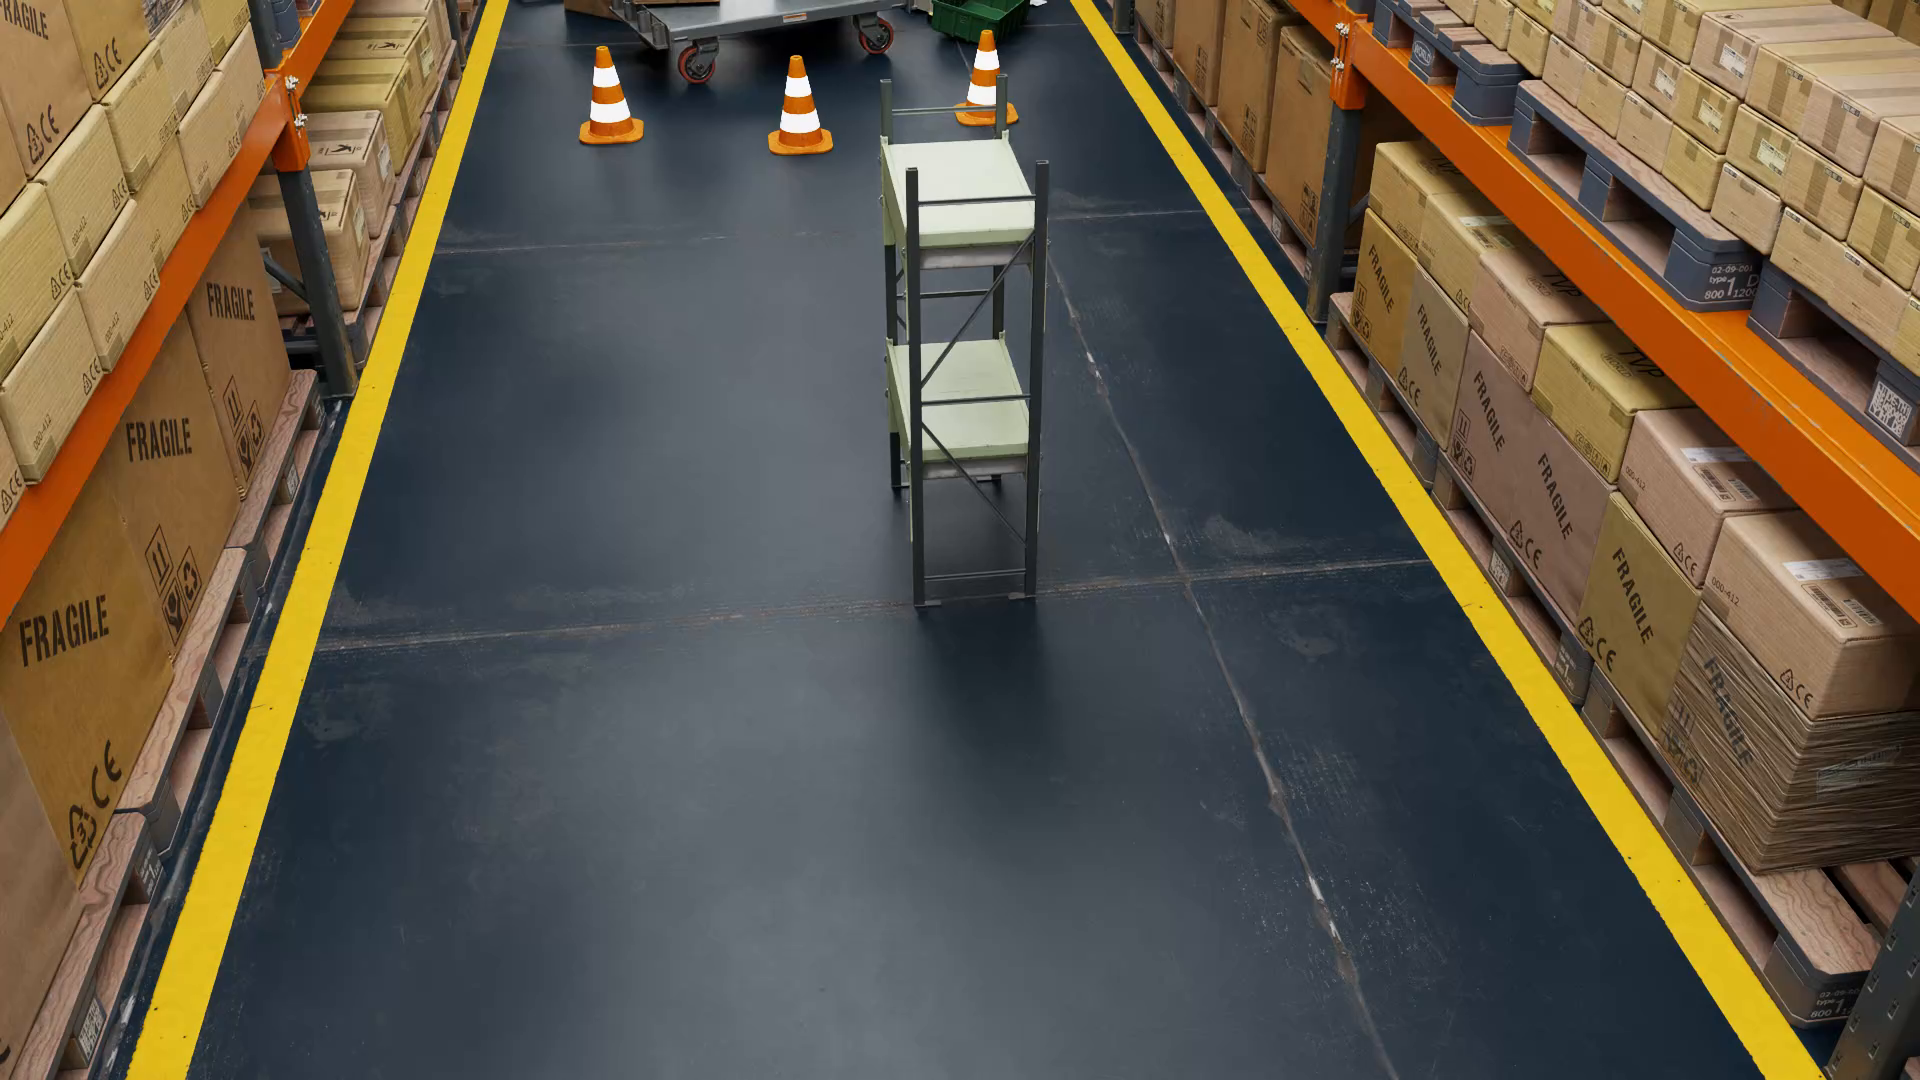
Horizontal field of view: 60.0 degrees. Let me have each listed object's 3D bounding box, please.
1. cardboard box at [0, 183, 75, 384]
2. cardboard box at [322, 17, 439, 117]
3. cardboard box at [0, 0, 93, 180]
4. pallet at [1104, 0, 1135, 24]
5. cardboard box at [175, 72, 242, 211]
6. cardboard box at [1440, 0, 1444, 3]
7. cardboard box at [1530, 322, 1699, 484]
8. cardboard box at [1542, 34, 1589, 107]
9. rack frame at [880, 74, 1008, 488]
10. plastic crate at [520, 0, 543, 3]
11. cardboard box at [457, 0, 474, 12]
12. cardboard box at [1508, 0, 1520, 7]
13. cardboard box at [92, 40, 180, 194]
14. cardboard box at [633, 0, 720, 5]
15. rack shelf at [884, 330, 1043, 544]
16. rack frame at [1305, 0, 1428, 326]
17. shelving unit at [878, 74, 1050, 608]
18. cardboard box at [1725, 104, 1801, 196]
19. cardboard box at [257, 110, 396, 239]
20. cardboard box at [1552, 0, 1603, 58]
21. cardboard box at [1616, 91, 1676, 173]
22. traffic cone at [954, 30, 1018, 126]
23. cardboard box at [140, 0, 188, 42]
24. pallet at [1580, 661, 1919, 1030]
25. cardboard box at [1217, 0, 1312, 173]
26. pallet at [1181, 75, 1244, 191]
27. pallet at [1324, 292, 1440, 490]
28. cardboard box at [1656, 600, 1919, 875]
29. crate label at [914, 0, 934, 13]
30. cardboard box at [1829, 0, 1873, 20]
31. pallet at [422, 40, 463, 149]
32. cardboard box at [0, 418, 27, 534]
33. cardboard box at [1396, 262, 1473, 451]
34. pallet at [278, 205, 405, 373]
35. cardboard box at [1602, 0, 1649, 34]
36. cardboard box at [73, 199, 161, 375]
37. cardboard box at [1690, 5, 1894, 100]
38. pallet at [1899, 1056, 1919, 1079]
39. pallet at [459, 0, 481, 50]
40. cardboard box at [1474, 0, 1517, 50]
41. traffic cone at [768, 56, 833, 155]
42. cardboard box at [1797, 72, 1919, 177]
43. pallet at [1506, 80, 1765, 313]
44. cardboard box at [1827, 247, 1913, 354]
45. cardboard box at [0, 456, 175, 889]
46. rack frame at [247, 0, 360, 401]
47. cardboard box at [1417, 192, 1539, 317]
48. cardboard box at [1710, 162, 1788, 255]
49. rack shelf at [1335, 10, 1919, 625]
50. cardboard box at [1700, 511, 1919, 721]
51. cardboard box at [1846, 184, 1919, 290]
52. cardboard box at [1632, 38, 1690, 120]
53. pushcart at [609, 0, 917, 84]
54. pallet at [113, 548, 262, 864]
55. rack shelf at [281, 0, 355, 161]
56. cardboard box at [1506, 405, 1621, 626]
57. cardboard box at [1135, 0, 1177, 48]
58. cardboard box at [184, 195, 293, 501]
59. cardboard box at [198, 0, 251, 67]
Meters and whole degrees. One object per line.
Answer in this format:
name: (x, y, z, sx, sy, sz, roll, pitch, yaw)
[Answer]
cardboard box: (-2.276, -0.545, 3.575, 0.500, 0.250, 0.500, -4, 34, -6)
cardboard box: (-3.260, -2.419, 8.597, 0.950, 0.372, 0.625, -2, 34, -3)
cardboard box: (-2.368, -1.132, 3.771, 0.500, 0.500, 0.500, -5, 35, -7)
pallet: (1.434, -3.734, 11.042, 1.003, 0.211, 1.213, -4, 35, -6)
cardboard box: (-2.486, -1.184, 4.958, 0.500, 0.250, 0.500, -4, 34, -6)
cardboard box: (1.856, -2.029, 5.914, 0.380, 0.149, 0.250, -5, 35, -7)
cardboard box: (2.043, -0.421, 4.885, 0.500, 0.250, 0.500, -6, 35, -8)
cardboard box: (2.005, -1.430, 5.035, 0.380, 0.149, 0.250, -3, 34, -5)
rack frame: (-0.050, -0.828, 5.633, 0.400, 1.500, 0.023, -4, 35, -6)
plastic crate: (-2.832, -3.757, 11.191, 0.402, 0.080, 0.583, -16, 38, -23)
cardboard box: (-3.245, -3.412, 10.162, 0.500, 0.250, 0.500, -6, 35, -9)
cardboard box: (1.940, -1.832, 5.361, 0.380, 0.149, 0.250, -5, 35, -8)
cardboard box: (-2.417, -1.116, 4.414, 0.500, 0.250, 0.500, -5, 35, -8)
cardboard box: (-1.673, -3.456, 9.706, 0.500, 0.500, 0.500, -4, 35, -6)
rack shelf: (-0.001, -0.354, 5.517, 0.431, 0.370, 0.720, -4, 35, -6)
rack frame: (1.996, -2.224, 6.350, 1.000, 3.000, 0.127, -4, 35, -6)
shelving unit: (-0.001, -0.623, 5.333, 0.431, 1.500, 0.755, -4, 35, -6)
cardboard box: (2.143, -0.975, 4.103, 0.380, 0.149, 0.250, -6, 35, -9)
cardboard box: (-3.068, -1.608, 7.406, 0.950, 0.372, 0.625, -5, 35, -7)
cardboard box: (2.007, -1.552, 4.950, 0.380, 0.149, 0.250, -4, 35, -6)
cardboard box: (2.070, -1.144, 4.615, 0.380, 0.149, 0.250, -5, 35, -8)
traffic cone: (0.142, -2.545, 9.074, 0.336, 0.463, 0.334, -4, 35, -6)
cardboard box: (-2.489, -1.693, 4.594, 0.500, 0.500, 0.500, -4, 34, -6)
pallet: (2.428, 0.726, 4.497, 1.003, 0.211, 1.213, -4, 35, -6)
cardboard box: (1.883, -2.302, 8.089, 1.050, 0.750, 0.750, -4, 34, -6)
pallet: (1.804, -2.197, 8.786, 1.003, 0.211, 1.213, -4, 35, -6)
pallet: (2.100, -0.636, 6.495, 1.003, 0.211, 1.213, -4, 35, -6)
cardboard box: (2.185, 0.473, 4.238, 0.500, 0.500, 0.500, -5, 35, -7)
crate label: (-0.219, -3.525, 10.801, 0.250, 0.136, 0.298, 27, 43, 34)
cardboard box: (2.688, -1.579, 4.726, 0.380, 0.149, 0.250, -3, 34, -4)
pallet: (-3.327, -2.438, 9.140, 1.003, 0.211, 1.213, -4, 35, -6)
cardboard box: (-2.226, -0.053, 3.297, 0.500, 0.250, 0.500, -5, 35, -8)
cardboard box: (1.910, -0.670, 5.917, 0.500, 0.500, 0.500, -4, 34, -6)
pallet: (-2.999, -1.077, 7.142, 1.003, 0.211, 1.213, -4, 35, -6)
cardboard box: (2.045, -1.534, 4.659, 0.380, 0.149, 0.250, -3, 34, -5)
cardboard box: (-2.337, -0.620, 4.129, 0.500, 0.250, 0.500, -5, 35, -7)
cardboard box: (2.112, -1.244, 4.234, 0.380, 0.149, 0.250, -6, 35, -9)
pallet: (2.660, 1.532, 3.314, 1.003, 0.211, 1.213, -4, 35, -6)
pallet: (-3.558, -3.245, 10.324, 1.003, 0.211, 1.213, -4, 35, -6)
cardboard box: (1.929, -1.729, 5.473, 0.380, 0.149, 0.250, -3, 34, -4)
traffic cone: (-0.849, -2.305, 8.721, 0.336, 0.463, 0.334, -4, 35, -6)
cardboard box: (2.181, -0.957, 3.813, 0.380, 0.149, 0.250, -4, 35, -7)
pallet: (2.303, -1.043, 4.788, 1.003, 0.211, 1.213, -4, 35, -6)
cardboard box: (2.218, -0.552, 3.747, 0.380, 0.149, 0.250, -4, 35, -7)
cardboard box: (-2.649, 0.300, 4.159, 0.875, 0.875, 0.875, -3, 34, -5)
rack frame: (-2.895, -1.793, 5.717, 1.000, 3.000, 0.127, -4, 35, -6)
cardboard box: (1.917, -0.988, 5.718, 0.500, 0.250, 0.500, -5, 35, -7)
cardboard box: (2.141, -0.847, 4.180, 0.380, 0.149, 0.250, -6, 35, -8)
rack shelf: (2.265, -0.811, 4.915, 1.077, 0.370, 4.000, -4, 35, -6)
cardboard box: (2.184, 0.161, 4.031, 0.500, 0.250, 0.500, -5, 35, -8)
cardboard box: (2.218, -0.677, 3.666, 0.380, 0.149, 0.250, -3, 34, -4)
cardboard box: (2.077, -1.263, 4.526, 0.380, 0.149, 0.250, -3, 34, -5)
pushcart: (-1.181, -3.142, 10.025, 1.648, 0.377, 0.936, -16, 38, -23)
pallet: (-2.703, 0.484, 4.852, 1.003, 0.211, 1.213, -4, 35, -6)
rack shelf: (-3.164, -2.612, 7.557, 1.077, 0.370, 4.000, -4, 35, -6)
cardboard box: (2.052, -0.099, 5.079, 0.500, 0.500, 0.500, -5, 35, -7)
cardboard box: (1.631, -3.361, 9.642, 1.050, 0.750, 0.750, -5, 35, -7)
cardboard box: (-2.885, -0.697, 5.622, 0.875, 0.875, 0.875, -5, 35, -7)
cardboard box: (-2.578, -1.686, 5.250, 0.500, 0.250, 0.500, -4, 35, -7)
